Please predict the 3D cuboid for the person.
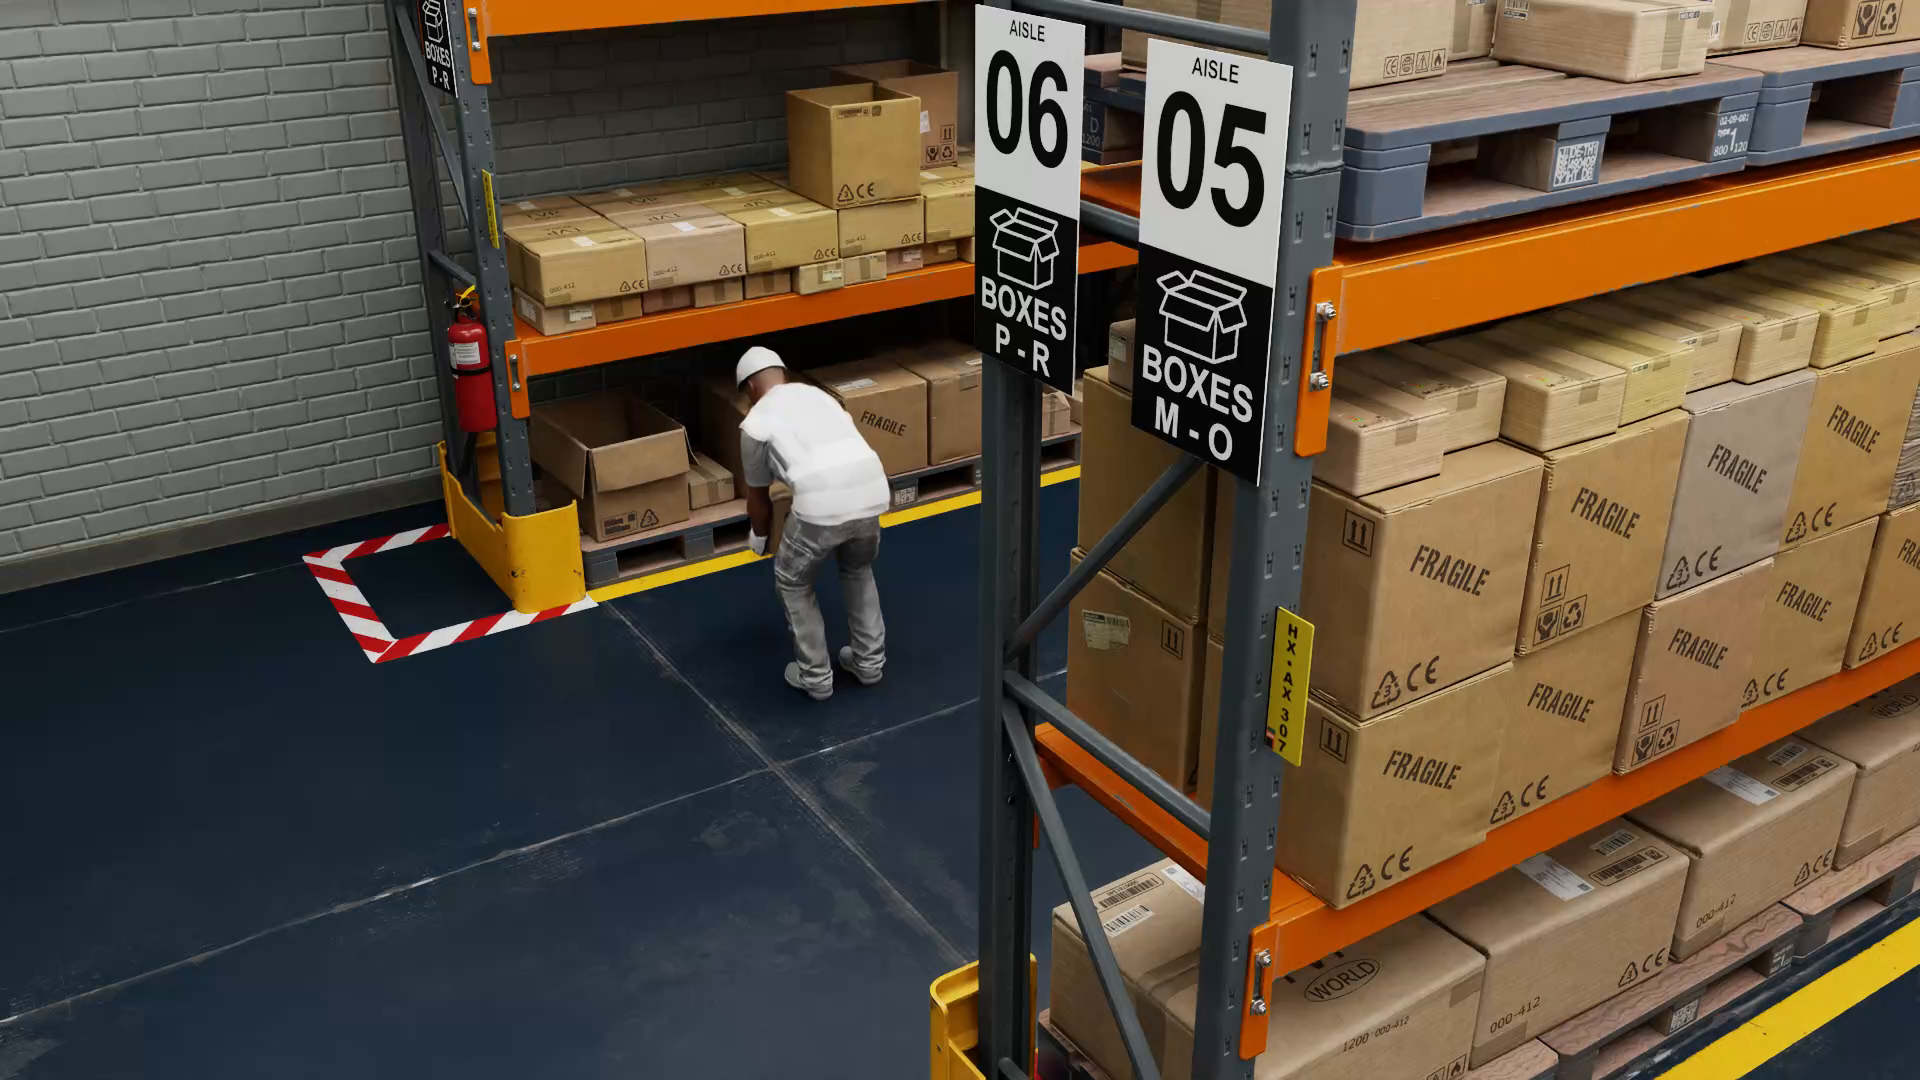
[{"bbox_3d":[-0.668,-0.081,7.215,0.499,1.395,0.897,-16,29,-31],"label":"person"}]
